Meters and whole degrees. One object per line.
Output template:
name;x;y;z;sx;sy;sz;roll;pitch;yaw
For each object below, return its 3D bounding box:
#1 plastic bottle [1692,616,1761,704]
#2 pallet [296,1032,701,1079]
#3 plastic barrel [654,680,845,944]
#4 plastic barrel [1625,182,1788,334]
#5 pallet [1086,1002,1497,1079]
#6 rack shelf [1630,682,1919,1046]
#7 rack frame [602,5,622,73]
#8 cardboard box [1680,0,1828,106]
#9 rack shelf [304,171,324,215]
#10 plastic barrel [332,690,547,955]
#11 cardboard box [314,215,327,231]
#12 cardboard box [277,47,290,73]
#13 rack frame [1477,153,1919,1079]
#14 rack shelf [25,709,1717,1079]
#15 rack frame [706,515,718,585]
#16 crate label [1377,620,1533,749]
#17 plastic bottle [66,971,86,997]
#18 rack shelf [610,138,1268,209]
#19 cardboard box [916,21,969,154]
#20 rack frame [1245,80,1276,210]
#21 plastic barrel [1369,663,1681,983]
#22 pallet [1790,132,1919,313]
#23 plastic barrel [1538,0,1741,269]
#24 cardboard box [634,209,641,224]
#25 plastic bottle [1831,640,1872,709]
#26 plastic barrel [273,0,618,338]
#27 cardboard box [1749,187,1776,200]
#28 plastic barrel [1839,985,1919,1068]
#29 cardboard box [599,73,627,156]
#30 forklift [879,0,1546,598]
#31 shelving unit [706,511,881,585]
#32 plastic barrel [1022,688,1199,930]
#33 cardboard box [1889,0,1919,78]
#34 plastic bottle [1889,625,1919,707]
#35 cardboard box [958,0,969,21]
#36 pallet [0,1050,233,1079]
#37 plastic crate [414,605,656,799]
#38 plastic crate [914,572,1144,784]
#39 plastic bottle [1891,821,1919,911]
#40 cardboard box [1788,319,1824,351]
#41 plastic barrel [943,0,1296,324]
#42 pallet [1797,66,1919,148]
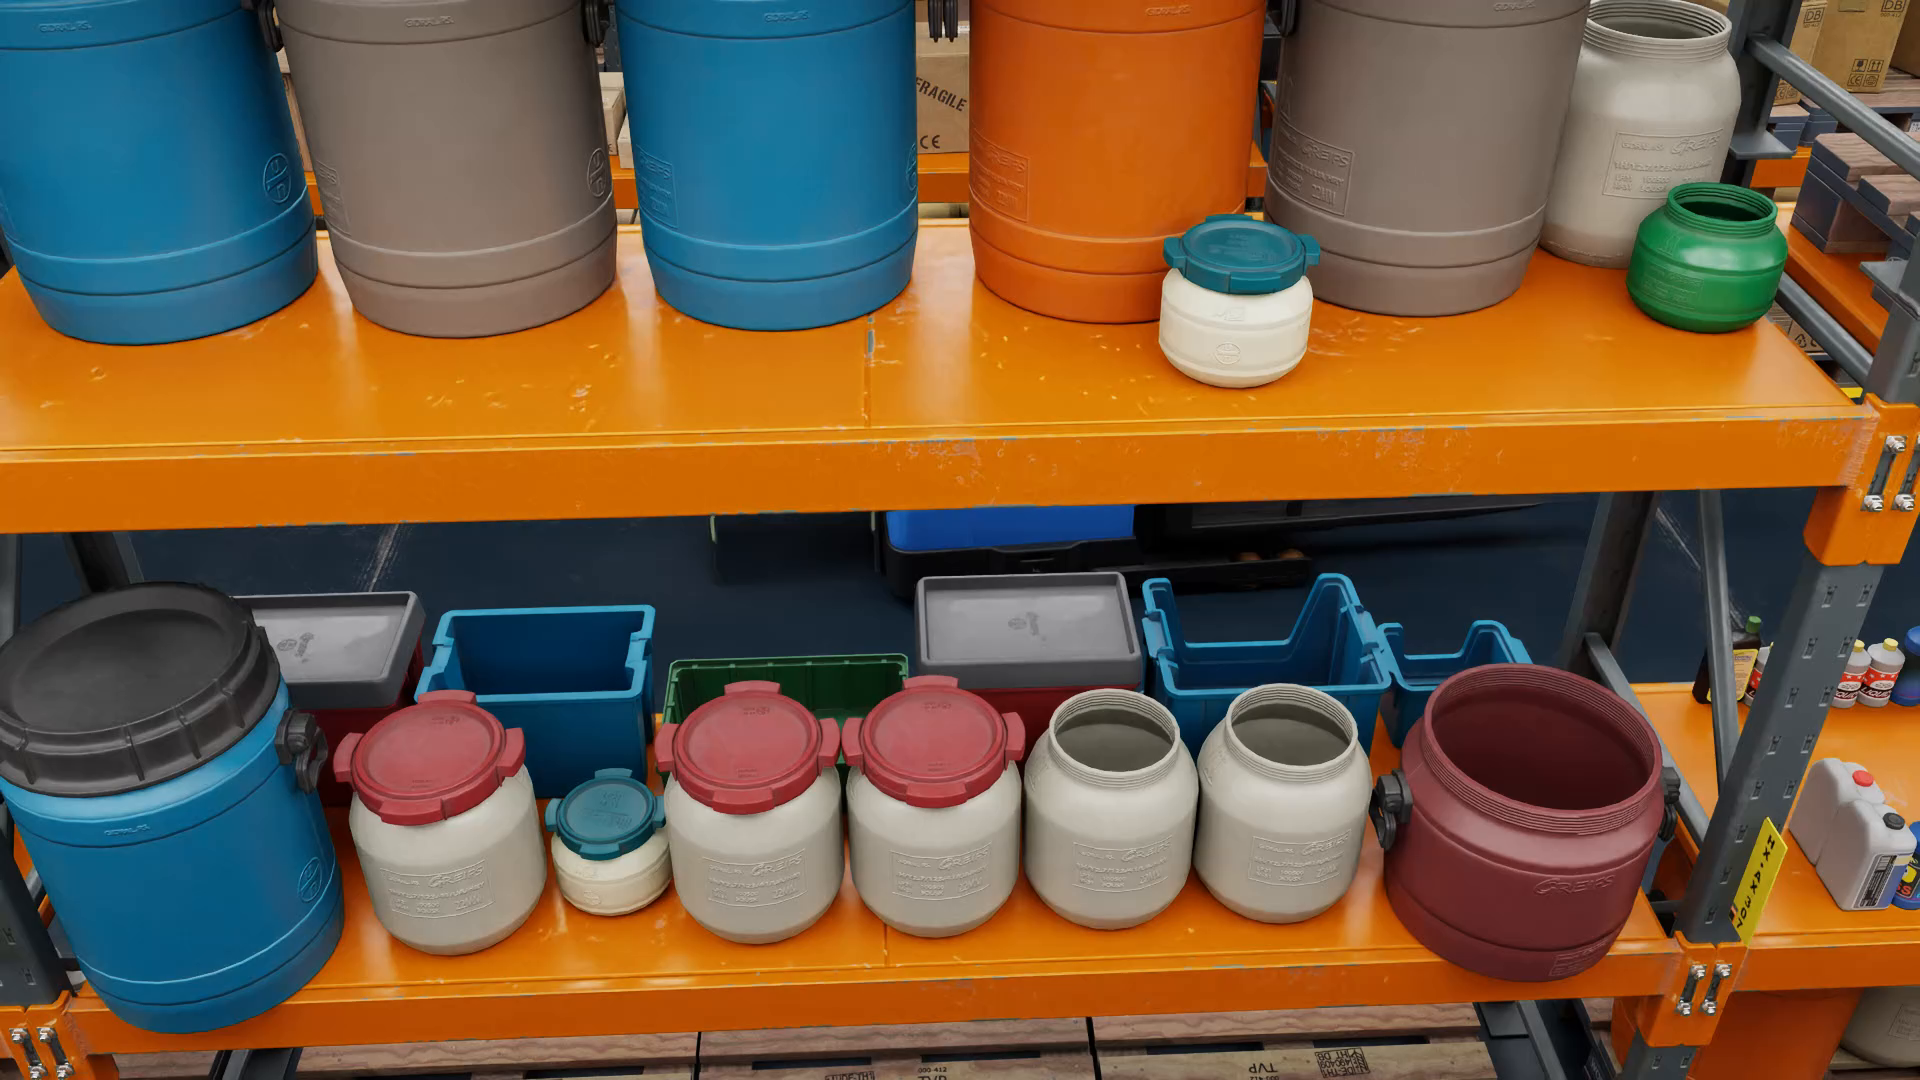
plastic bottle;2.186;0.339;4.726;0.133;0.283;0.061;-2;35;-2
pallet;-1.411;1.756;5.027;1.213;0.211;1.003;-2;35;-2
plastic barrel;-0.495;0.676;4.018;0.433;0.535;0.433;0;35;0
plastic barrel;1.558;-0.589;3.466;0.294;0.245;0.294;0;35;0
pallet;1.026;1.690;5.122;1.213;0.211;1.003;-2;35;-2
rack shelf;3.800;0.787;4.610;4.000;0.370;1.077;-2;35;-2
rack frame;-2.662;-4.979;12.309;0.127;3.000;1.000;-2;35;-2
cardboard box;3.805;-2.510;8.284;0.500;0.500;0.700;-10;36;-14
rack shelf;-4.422;-1.814;8.367;4.000;0.370;1.077;-2;35;-2
plastic barrel;-1.227;0.695;3.990;0.433;0.535;0.433;0;35;0
cardboard box;-3.377;-1.370;8.482;0.500;0.500;0.500;-2;35;-2
cardboard box;-3.194;-2.328;7.820;0.250;0.149;0.380;-3;35;-4
rack frame;1.802;0.545;4.327;0.127;3.000;1.000;-2;35;-2
rack shelf;-0.196;0.894;4.454;4.000;0.370;1.077;-2;35;-2
rack frame;-1.121;-0.530;7.198;0.023;1.500;0.400;-4;35;-5
crate label;1.364;0.412;4.666;0.416;0.233;0.303;-2;35;-2
plastic bottle;-2.736;1.387;5.182;0.097;0.201;0.097;0;35;0
rack shelf;-0.426;-1.921;8.523;4.000;0.370;1.077;-2;35;-2
cardboard box;-0.104;-2.258;8.289;0.500;0.500;0.500;-3;35;-5
rack frame;1.571;-2.271;8.396;0.127;3.000;1.000;-2;35;-2
plastic barrel;1.353;0.673;4.022;0.708;0.536;0.600;-2;35;-2
pallet;2.571;-0.576;3.477;1.213;0.211;1.003;-2;35;-2
plastic barrel;1.477;-0.901;3.681;0.421;0.512;0.421;0;35;0
cardboard box;-1.514;-1.627;9.020;0.500;0.311;0.500;-1;35;-1
plastic bottle;2.533;0.374;4.748;0.097;0.201;0.097;0;35;0
plastic barrel;-1.042;-0.942;3.399;0.600;0.901;0.600;0;35;0
cardboard box;4.073;-1.939;9.067;0.500;0.250;0.500;-1;35;-2
plastic barrel;2.850;1.306;5.044;0.421;0.512;0.421;0;35;0
cardboard box;-1.934;-2.140;8.338;0.500;0.250;0.500;1;35;1
forklift;1.139;-1.281;7.026;3.031;2.935;1.130;-4;35;-5
shelving unit;-0.757;-0.554;7.233;0.755;1.500;0.431;-4;35;-5
plastic barrel;0.364;0.659;4.063;0.421;0.512;0.421;0;35;0
cardboard box;5.083;-2.707;8.569;0.500;0.500;0.700;-13;37;-18
plastic bottle;2.727;0.340;4.736;0.097;0.271;0.097;0;35;0
cardboard box;0.096;-4.243;13.055;0.500;0.500;0.700;-2;35;-2
pallet;-2.866;1.793;4.973;1.213;0.211;1.003;-2;35;-2
plastic crate;-1.106;0.452;4.474;0.575;0.384;0.392;-2;35;-2
plastic crate;0.173;0.388;4.497;0.583;0.464;0.402;-2;35;-2
plastic bottle;2.367;0.782;4.097;0.097;0.271;0.097;0;35;0
cardboard box;4.593;-1.347;8.871;0.500;0.500;0.500;-1;35;-2
plastic barrel;0.318;-0.949;3.472;0.708;0.830;0.600;-2;35;-2
pallet;4.763;-2.340;8.665;1.213;0.211;1.003;-2;35;-2
